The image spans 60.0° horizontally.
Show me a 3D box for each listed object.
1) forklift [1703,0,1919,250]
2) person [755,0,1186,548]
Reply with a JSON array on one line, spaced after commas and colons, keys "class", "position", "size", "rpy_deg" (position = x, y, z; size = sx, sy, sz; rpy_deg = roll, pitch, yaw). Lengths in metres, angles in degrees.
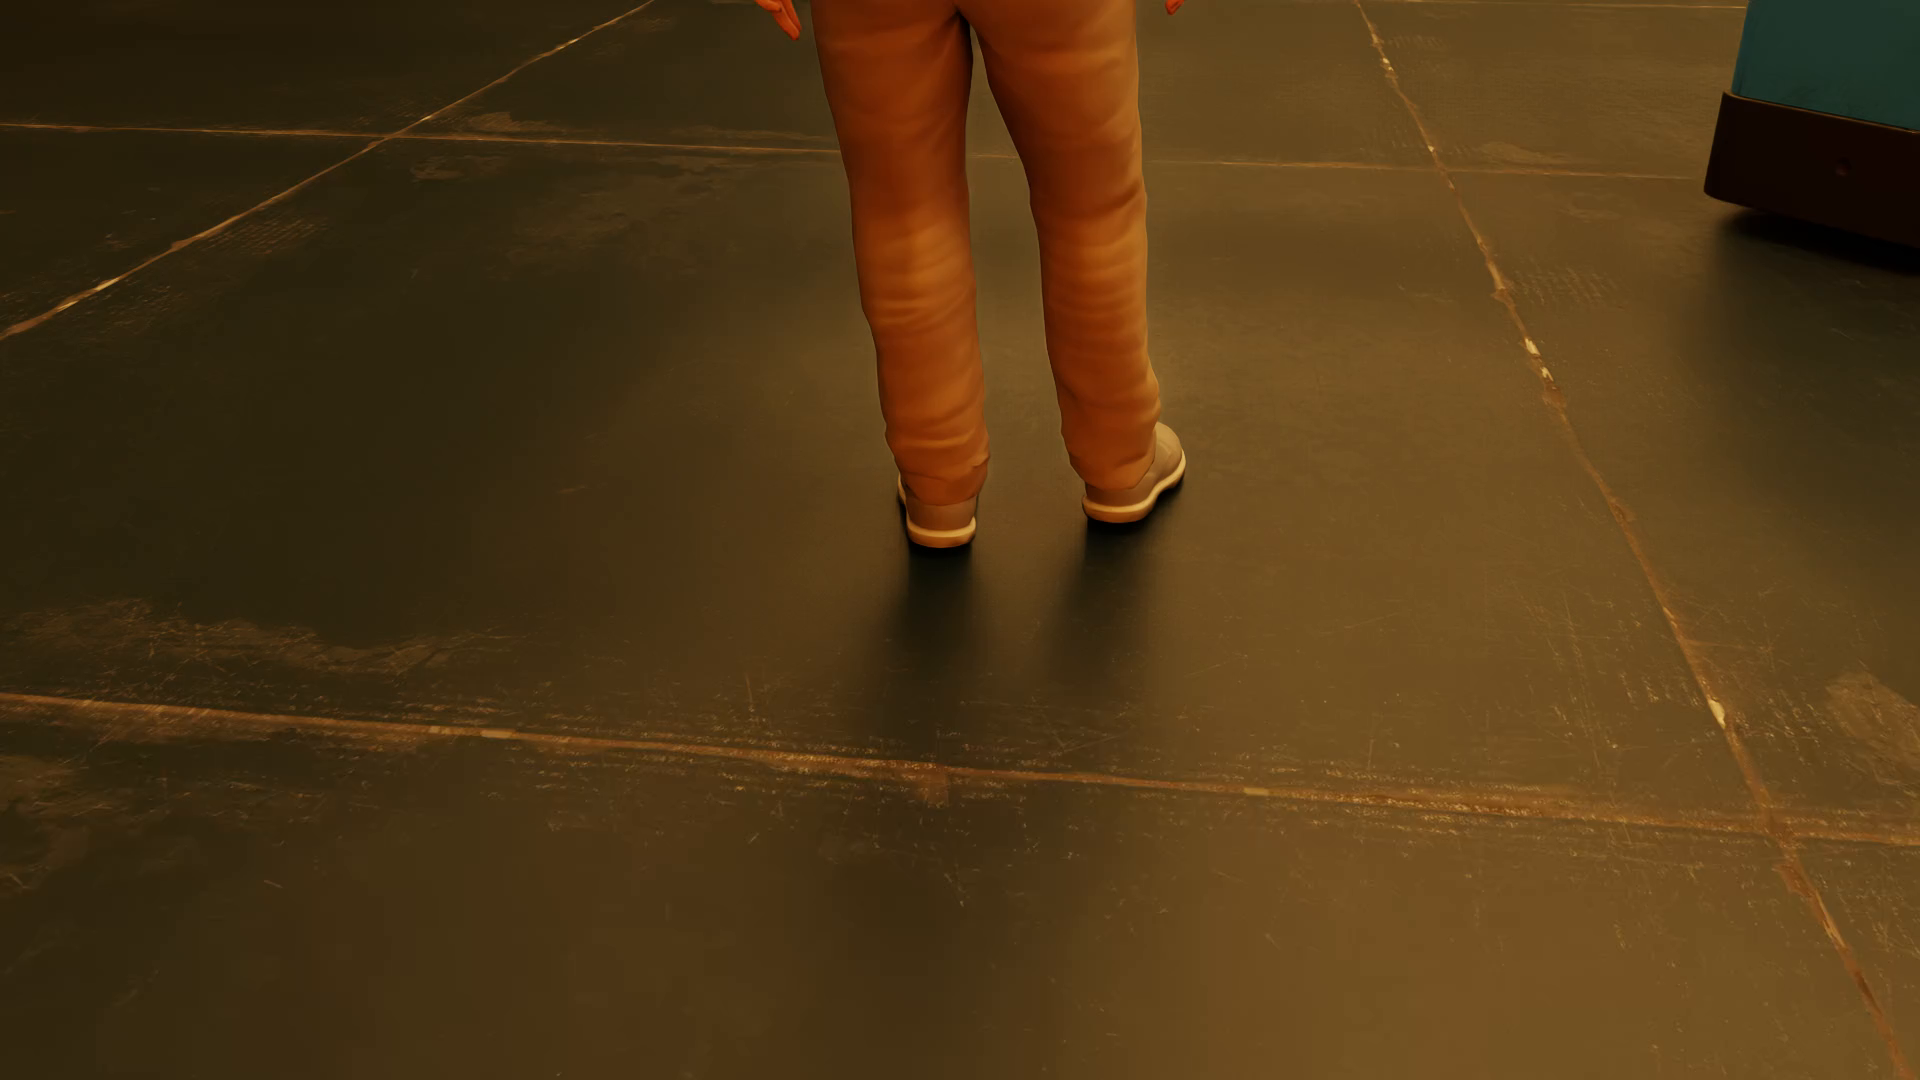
[{"class": "forklift", "position": [3.313, -2.264, 3.756], "size": [3.031, 2.935, 1.130], "rpy_deg": [-16, 31, -29]}, {"class": "person", "position": [0.024, -0.820, 2.189], "size": [0.641, 1.728, 0.550], "rpy_deg": [3, 27, 7]}]
